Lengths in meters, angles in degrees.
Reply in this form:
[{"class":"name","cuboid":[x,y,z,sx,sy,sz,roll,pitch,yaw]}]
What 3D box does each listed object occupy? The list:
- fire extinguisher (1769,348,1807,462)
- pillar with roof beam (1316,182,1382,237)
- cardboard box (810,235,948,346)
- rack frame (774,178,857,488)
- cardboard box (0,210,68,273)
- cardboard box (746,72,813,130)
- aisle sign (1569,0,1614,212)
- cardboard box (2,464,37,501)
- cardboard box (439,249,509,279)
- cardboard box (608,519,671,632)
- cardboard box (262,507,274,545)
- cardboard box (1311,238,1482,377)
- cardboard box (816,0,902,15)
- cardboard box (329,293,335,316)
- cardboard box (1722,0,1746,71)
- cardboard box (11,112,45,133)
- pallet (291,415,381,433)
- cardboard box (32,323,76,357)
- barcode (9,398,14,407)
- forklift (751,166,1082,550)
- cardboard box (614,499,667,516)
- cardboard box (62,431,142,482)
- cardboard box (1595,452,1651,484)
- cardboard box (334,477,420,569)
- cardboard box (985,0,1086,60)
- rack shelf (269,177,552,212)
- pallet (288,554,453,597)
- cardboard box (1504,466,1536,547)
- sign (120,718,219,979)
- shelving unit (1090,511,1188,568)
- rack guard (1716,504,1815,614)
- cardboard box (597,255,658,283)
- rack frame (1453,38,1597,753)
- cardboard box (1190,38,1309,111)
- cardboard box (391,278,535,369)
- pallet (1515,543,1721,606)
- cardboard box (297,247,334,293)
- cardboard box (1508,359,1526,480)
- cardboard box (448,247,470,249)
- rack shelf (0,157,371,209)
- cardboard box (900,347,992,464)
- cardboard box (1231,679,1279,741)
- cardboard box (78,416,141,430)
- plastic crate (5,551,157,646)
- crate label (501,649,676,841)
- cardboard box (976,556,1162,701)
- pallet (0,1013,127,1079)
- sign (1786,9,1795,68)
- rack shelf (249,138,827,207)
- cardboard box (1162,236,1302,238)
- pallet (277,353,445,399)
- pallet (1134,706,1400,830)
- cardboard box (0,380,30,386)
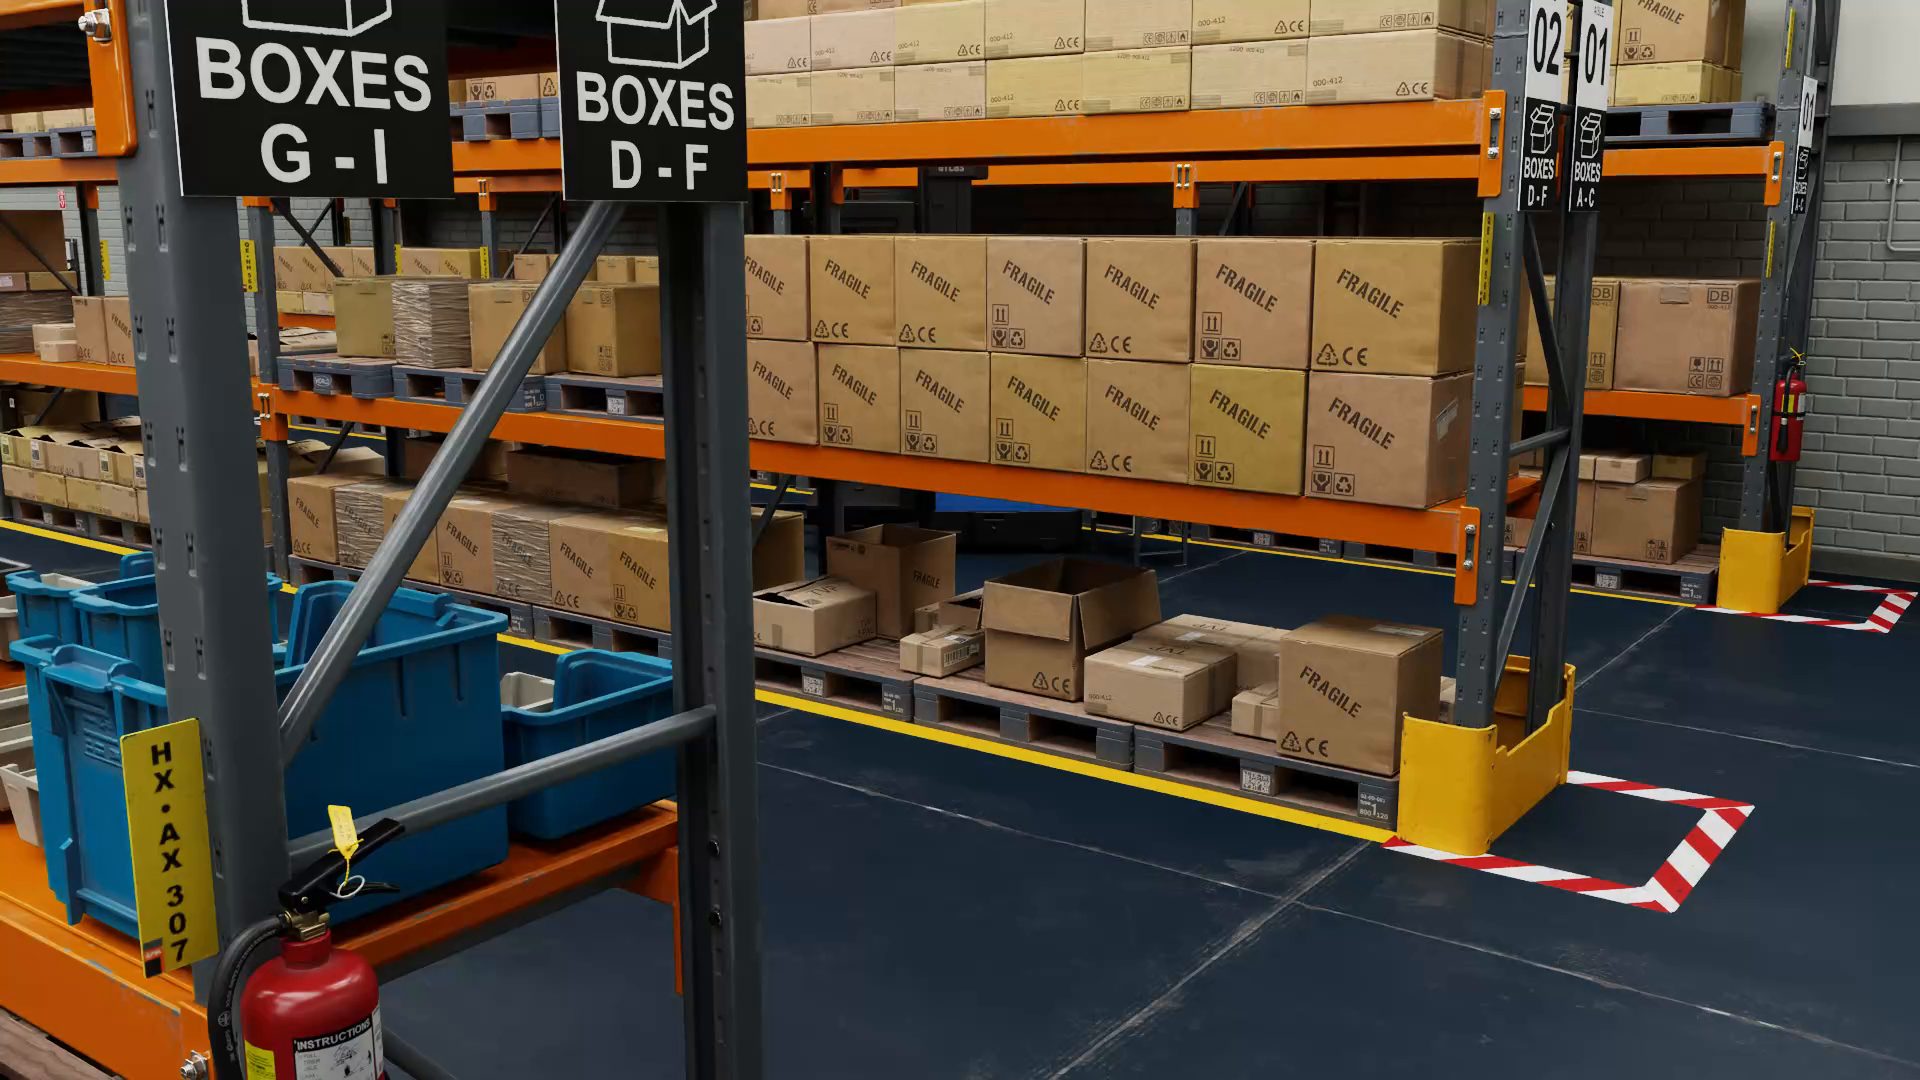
[{"class":"fire extinguisher","cuboid":[5.007,-0.816,10.036,0.183,0.674,0.296,8,13,36]},{"class":"pillar with roof beam","cuboid":[0.462,-3.915,9.072,0.400,9.000,9.100,8,13,36]},{"class":"cardboard box","cuboid":[-0.366,-1.202,7.948,0.500,0.500,0.500,7,13,34]},{"class":"rack frame","cuboid":[-1.290,-2.024,15.095,0.127,3.000,1.000,8,13,36]},{"class":"cardboard box","cuboid":[-7.804,-2.450,13.618,0.500,0.500,0.700,8,14,36]},{"class":"cardboard box","cuboid":[-0.749,-2.122,8.100,0.500,0.250,0.500,8,13,36]},{"class":"aisle sign","cuboid":[2.458,-1.680,6.470,0.004,0.787,0.394,8,13,36]},{"class":"cardboard box","cuboid":[-7.264,-0.488,13.289,0.500,0.250,0.500,8,13,34]},{"class":"cardboard box","cuboid":[-5.078,-2.784,17.391,0.500,0.500,0.500,8,13,35]},{"class":"cardboard box","cuboid":[-1.562,0.184,9.104,0.500,0.500,0.500,8,13,35]},{"class":"cardboard box","cuboid":[-4.787,-0.143,11.507,0.500,0.250,0.500,8,14,37]},{"class":"cardboard box","cuboid":[1.708,-0.914,6.461,0.500,0.500,0.500,8,13,35]},{"class":"cardboard box","cuboid":[-0.261,-2.702,7.804,0.500,0.500,0.700,8,13,36]},{"class":"cardboard box","cuboid":[-6.698,-2.642,18.631,0.500,0.250,0.500,8,13,35]},{"class":"cardboard box","cuboid":[4.713,-3.266,10.670,0.500,0.500,0.500,7,13,33]},{"class":"cardboard box","cuboid":[-6.952,-3.250,12.822,0.500,0.250,0.500,10,15,41]},{"class":"pallet","cuboid":[-7.043,-1.449,19.465,1.213,0.211,1.003,8,13,36]},{"class":"cardboard box","cuboid":[-7.020,-1.593,13.260,0.500,0.250,0.500,9,14,39]},{"class":"barcode","cuboid":[-7.484,-1.083,13.124,0.075,0.075,0.001,8,13,36]},{"class":"forklift","cuboid":[-0.625,-1.440,12.258,3.031,2.935,1.130,0,11,1]},{"class":"cardboard box","cuboid":[-1.677,0.046,9.819,0.500,0.500,0.500,8,14,36]},{"class":"cardboard box","cuboid":[-6.439,-0.647,12.634,0.500,0.311,0.500,7,13,34]},{"class":"cardboard box","cuboid":[4.324,-0.472,10.840,0.250,0.149,0.380,8,13,35]},{"class":"cardboard box","cuboid":[-3.596,-0.101,10.578,0.500,0.500,0.500,7,13,33]},{"class":"cardboard box","cuboid":[0.453,-2.197,7.172,0.500,0.250,0.500,8,13,36]},{"class":"rack shelf","cuboid":[-6.126,-3.818,18.366,4.000,0.370,1.077,8,13,36]},{"class":"pallet","cuboid":[-3.640,0.193,10.974,1.213,0.211,1.003,8,13,36]},{"class":"cardboard box","cuboid":[3.726,-0.280,11.554,0.500,0.500,0.700,7,13,34]},{"class":"sign","cuboid":[-1.018,0.398,2.146,0.005,0.325,0.100,8,13,36]},{"class":"shelving unit","cuboid":[1.268,-0.610,11.736,0.431,1.500,0.755,-4,12,-19]},{"class":"rack guard","cuboid":[5.178,0.105,10.670,0.348,0.500,1.175,8,13,36]},{"class":"cardboard box","cuboid":[-3.128,-2.543,16.358,0.500,0.500,0.700,10,15,43]},{"class":"rack frame","cuboid":[2.229,-0.366,6.524,0.127,3.000,1.000,8,13,36]},{"class":"cardboard box","cuboid":[1.262,-1.840,6.643,0.500,0.250,0.500,8,13,36]},{"class":"cardboard box","cuboid":[-3.020,-1.335,10.164,0.700,0.500,0.500,-10,15,-42]},{"class":"pallet","cuboid":[4.467,0.166,11.114,1.213,0.211,1.003,8,13,36]},{"class":"cardboard box","cuboid":[-7.138,-3.071,18.875,0.500,0.500,0.500,8,14,36]},{"class":"cardboard box","cuboid":[2.028,-0.505,6.981,0.500,0.500,0.500,8,14,37]},{"class":"cardboard box","cuboid":[-5.582,-2.979,18.397,0.500,0.500,0.500,8,14,37]},{"class":"rack shelf","cuboid":[-5.831,-2.610,12.119,4.000,0.370,1.077,8,13,36]},{"class":"cardboard box","cuboid":[0.071,-0.652,7.740,0.500,0.500,0.500,8,13,35]},{"class":"cardboard box","cuboid":[1.372,0.726,7.179,0.250,0.166,0.380,8,13,36]},{"class":"cardboard box","cuboid":[-6.947,-0.845,13.657,0.500,0.311,0.500,8,13,36]},{"class":"plastic crate","cuboid":[-2.013,0.185,3.960,0.300,0.233,0.416,8,13,36]},{"class":"crate label","cuboid":[-0.710,0.367,3.021,0.303,0.233,0.416,8,13,36]},{"class":"cardboard box","cuboid":[0.522,0.404,7.956,0.637,0.503,0.797,8,13,36]},{"class":"pallet","cuboid":[-2.327,1.525,4.091,1.213,0.211,1.003,8,13,36]},{"class":"sign","cuboid":[4.826,-2.912,9.663,0.005,0.325,0.100,8,13,36]},{"class":"rack shelf","cuboid":[-2.607,-2.160,9.794,4.000,0.370,1.077,8,13,36]},{"class":"cardboard box","cuboid":[1.201,-1.111,7.479,0.500,0.500,0.500,8,14,36]},{"class":"pallet","cuboid":[-3.631,-1.106,10.853,1.003,0.211,1.213,8,13,36]},{"class":"pallet","cuboid":[1.525,0.905,7.296,1.213,0.211,1.003,8,13,36]},{"class":"cardboard box","cuboid":[-8.437,-1.152,14.746,0.500,0.500,0.500,8,13,36]}]
